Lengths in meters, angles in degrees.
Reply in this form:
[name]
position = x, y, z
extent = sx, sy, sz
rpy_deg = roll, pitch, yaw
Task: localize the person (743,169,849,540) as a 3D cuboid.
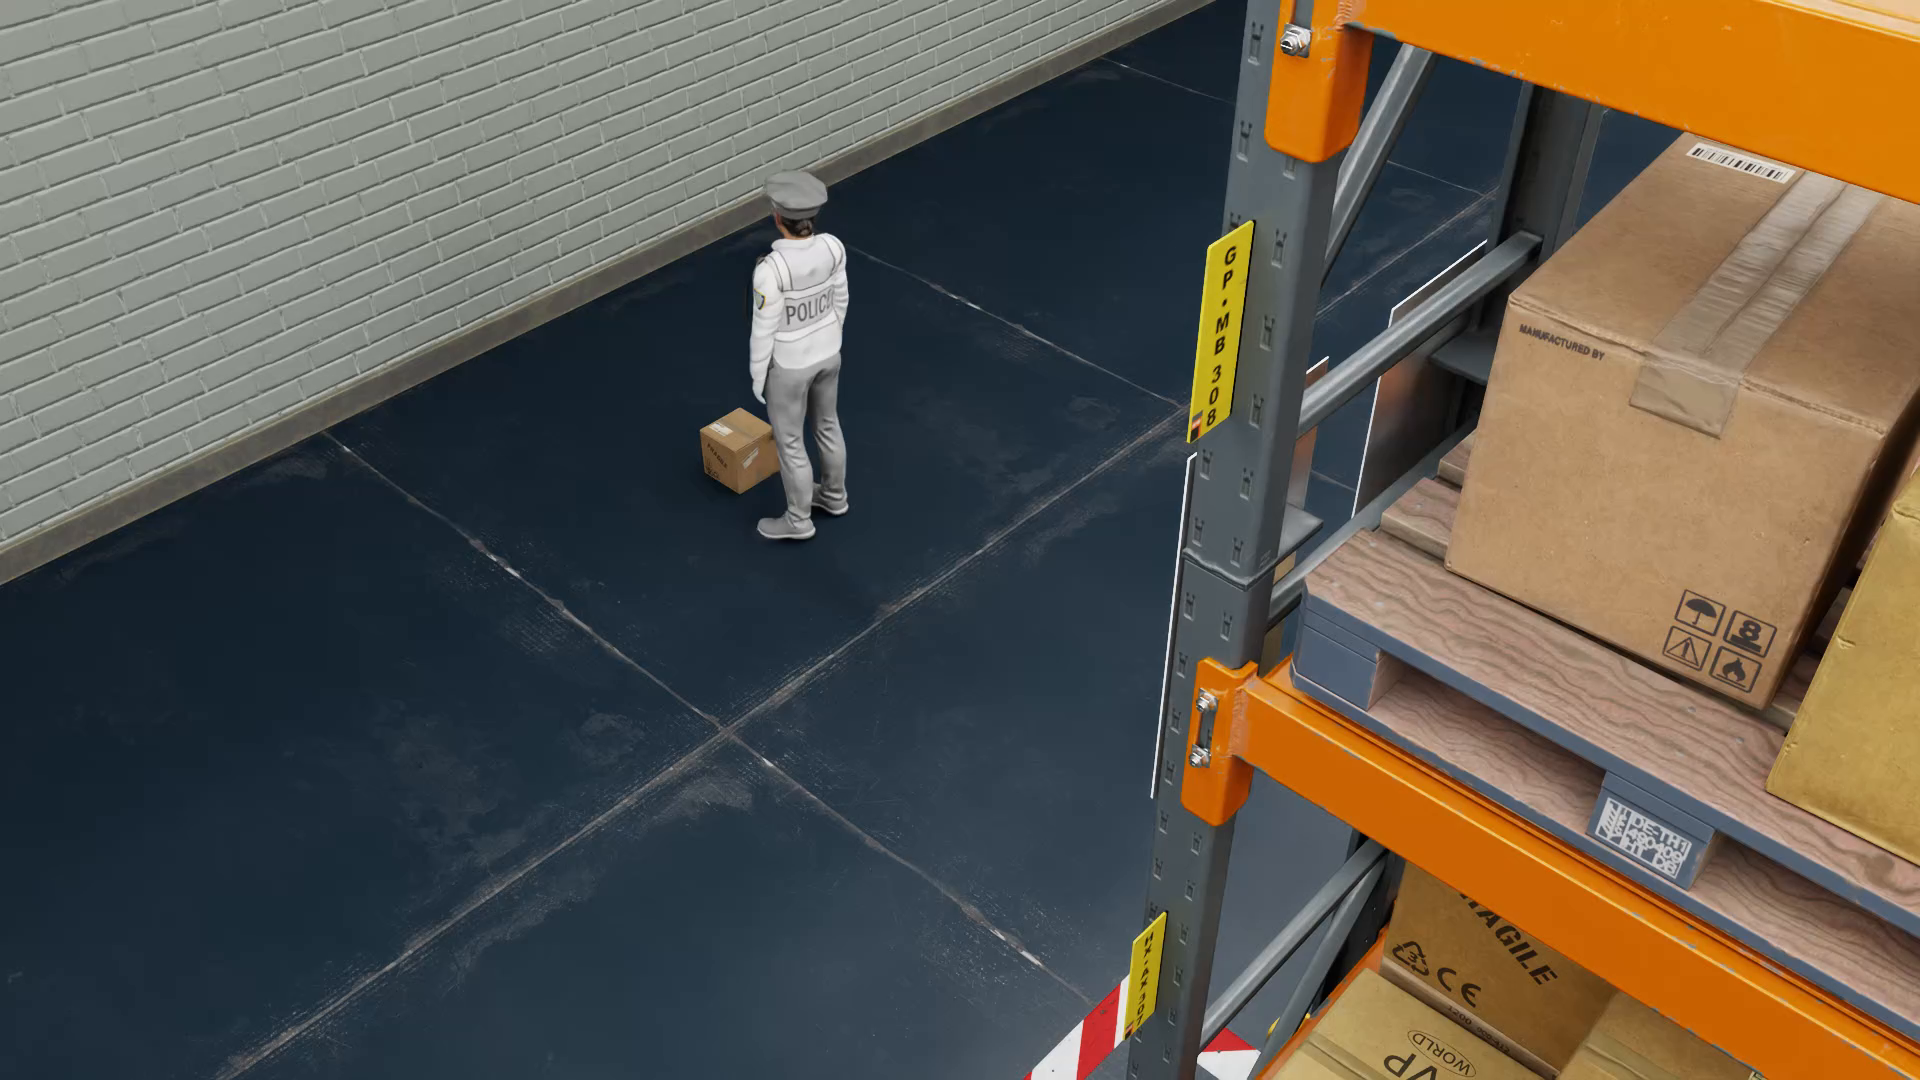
[person]
position = -0.689, -0.758, 7.072
extent = 0.332, 1.693, 0.502
rpy_deg = 31, 49, 32
